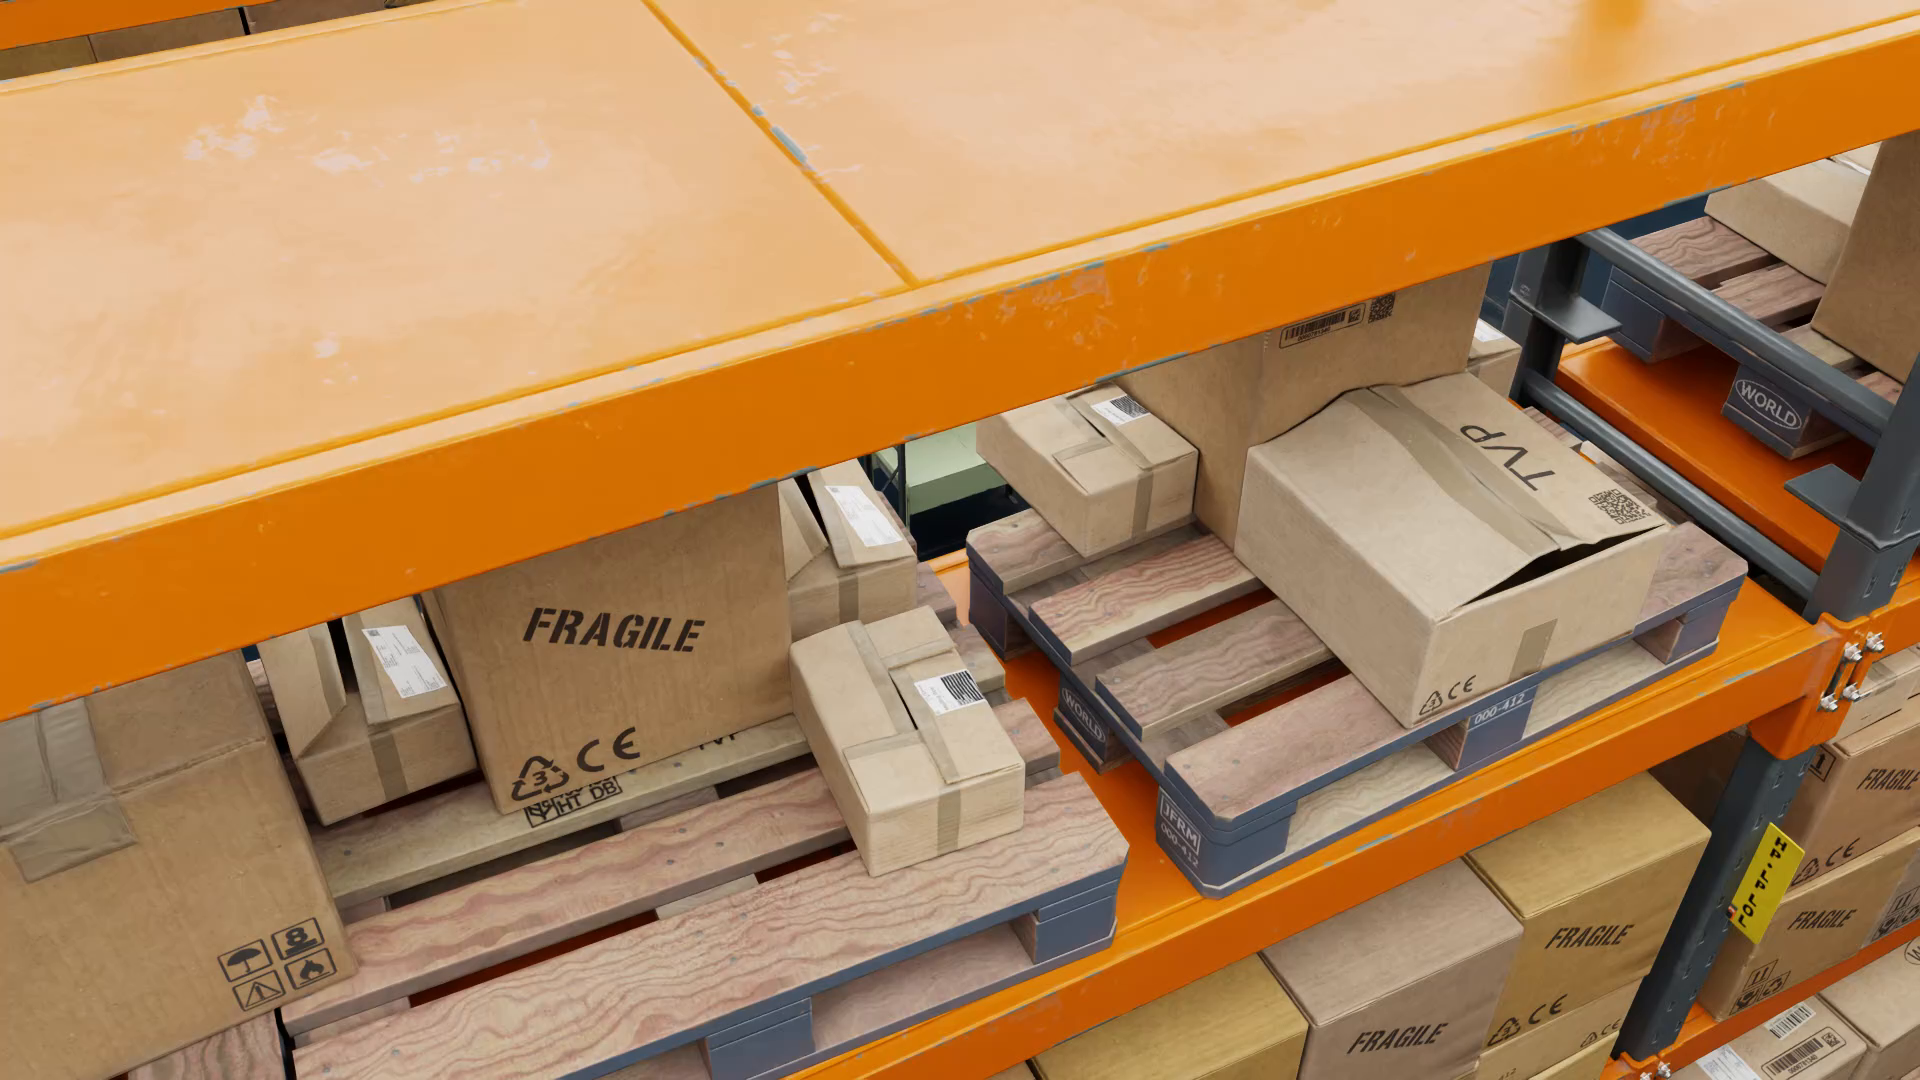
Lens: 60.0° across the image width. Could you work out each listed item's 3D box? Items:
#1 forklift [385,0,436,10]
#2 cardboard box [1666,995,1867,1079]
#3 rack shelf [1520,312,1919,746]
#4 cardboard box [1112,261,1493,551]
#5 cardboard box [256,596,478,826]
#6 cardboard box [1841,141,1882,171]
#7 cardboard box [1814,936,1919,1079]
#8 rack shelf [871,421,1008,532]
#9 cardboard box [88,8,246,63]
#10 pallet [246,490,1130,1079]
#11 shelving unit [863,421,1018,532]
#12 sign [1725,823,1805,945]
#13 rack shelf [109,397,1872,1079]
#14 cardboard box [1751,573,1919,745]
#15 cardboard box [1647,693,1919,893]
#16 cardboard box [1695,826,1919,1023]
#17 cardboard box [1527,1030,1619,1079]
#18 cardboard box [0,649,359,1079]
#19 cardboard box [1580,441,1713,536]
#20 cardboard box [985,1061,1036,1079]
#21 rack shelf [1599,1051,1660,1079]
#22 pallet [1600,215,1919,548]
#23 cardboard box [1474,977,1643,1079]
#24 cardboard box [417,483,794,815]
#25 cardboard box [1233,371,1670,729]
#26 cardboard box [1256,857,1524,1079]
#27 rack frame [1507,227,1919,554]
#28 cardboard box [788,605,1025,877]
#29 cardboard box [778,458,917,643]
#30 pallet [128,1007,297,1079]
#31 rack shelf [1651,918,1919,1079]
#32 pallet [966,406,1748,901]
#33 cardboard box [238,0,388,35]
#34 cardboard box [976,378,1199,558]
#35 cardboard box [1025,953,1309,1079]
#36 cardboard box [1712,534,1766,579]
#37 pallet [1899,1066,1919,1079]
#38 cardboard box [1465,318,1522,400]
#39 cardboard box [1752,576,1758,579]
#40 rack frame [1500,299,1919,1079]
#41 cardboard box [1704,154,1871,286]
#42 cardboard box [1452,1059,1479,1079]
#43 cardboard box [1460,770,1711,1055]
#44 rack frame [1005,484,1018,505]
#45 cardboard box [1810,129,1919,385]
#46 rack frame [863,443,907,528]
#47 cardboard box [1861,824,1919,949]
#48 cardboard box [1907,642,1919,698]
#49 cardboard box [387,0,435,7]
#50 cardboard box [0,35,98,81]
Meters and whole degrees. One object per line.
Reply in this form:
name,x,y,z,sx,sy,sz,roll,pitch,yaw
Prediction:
forklift,-2.578,-3.137,9.176,3.031,2.935,1.130,27,47,28
cardboard box,2.125,1.557,5.236,0.875,0.438,0.875,-19,44,-21
rack shelf,3.292,-0.602,4.363,4.000,0.370,1.077,-19,44,-21
cardboard box,0.602,-0.381,3.143,0.500,0.500,0.500,-19,44,-21
cardboard box,-0.970,0.194,2.646,0.258,0.266,0.396,-20,44,-22
cardboard box,2.171,-0.835,3.874,0.250,0.149,0.380,-18,43,-20
cardboard box,2.918,1.290,5.552,0.875,0.438,0.875,-20,44,-22
rack shelf,-0.006,-0.322,7.463,0.720,0.370,0.431,-19,44,-21
cardboard box,-5.191,-3.424,10.782,0.875,0.875,1.225,-18,44,-21
pallet,-0.493,0.428,2.736,1.213,0.211,1.003,-17,43,-19
shelving unit,-0.006,-0.570,7.252,0.755,1.500,0.431,-19,44,-21
sign,1.777,0.762,3.682,0.005,0.325,0.100,-19,44,-21
rack shelf,-0.256,0.592,2.953,4.000,0.370,1.077,-19,44,-21
cardboard box,1.918,0.253,3.766,0.250,0.149,0.380,-19,44,-21
cardboard box,2.052,0.442,4.043,0.500,0.500,0.500,-18,44,-20
cardboard box,2.055,0.837,4.351,0.500,0.500,0.500,-17,43,-19
cardboard box,1.237,1.201,4.115,0.500,0.250,0.500,-20,44,-22
cardboard box,-1.239,0.312,2.325,0.500,0.500,0.700,-21,44,-23
cardboard box,1.644,-0.076,4.154,0.250,0.149,0.380,-19,44,-21
cardboard box,-0.129,1.185,3.167,0.500,0.500,0.500,-18,43,-20
rack shelf,-0.256,1.737,3.922,4.000,0.370,1.077,-19,44,-21
pallet,2.249,-0.484,3.736,1.213,0.211,1.003,-19,44,-21
cardboard box,1.239,1.003,3.962,0.500,0.250,0.500,-19,44,-21
cardboard box,-0.600,0.024,2.665,0.500,0.500,0.500,-18,44,-20
cardboard box,0.833,-0.022,2.866,0.500,0.311,0.500,-19,44,-21
cardboard box,0.782,0.881,3.525,0.500,0.500,0.500,-18,43,-20
rack frame,1.518,-1.424,2.457,0.127,3.000,1.000,-19,44,-21
cardboard box,-0.090,0.300,2.597,0.250,0.166,0.380,-15,43,-17
cardboard box,-0.264,-0.044,2.926,0.258,0.266,0.396,-15,43,-17
pallet,-1.483,0.764,2.339,1.003,0.211,1.213,-17,43,-19
rack shelf,3.292,0.543,5.332,4.000,0.370,1.077,-19,44,-21
pallet,0.728,0.095,3.131,1.217,0.209,0.805,-20,44,-22
cardboard box,-4.410,-3.693,11.099,0.875,0.875,1.225,-20,44,-22
cardboard box,0.234,-0.174,3.156,0.250,0.166,0.380,-22,45,-23
cardboard box,0.324,1.022,3.359,0.500,0.500,0.500,-17,43,-19
cardboard box,1.928,-0.093,4.173,0.250,0.149,0.380,-18,43,-20
pallet,3.312,1.381,5.944,1.213,0.211,1.003,-19,44,-21
cardboard box,0.913,-0.440,3.394,0.258,0.266,0.396,-19,44,-21
cardboard box,1.809,0.147,4.393,0.500,0.500,0.500,-19,44,-21
rack frame,1.518,0.865,4.395,0.127,3.000,1.000,-19,44,-21
cardboard box,1.937,-0.801,3.743,0.258,0.266,0.396,-17,43,-19
cardboard box,0.800,1.156,3.781,0.500,0.250,0.500,-18,43,-20
cardboard box,1.238,0.723,3.712,0.500,0.500,0.500,-17,43,-19
rack frame,0.319,-0.680,7.381,0.023,1.500,0.400,-19,44,-21
cardboard box,2.137,-0.571,3.291,0.500,0.500,0.500,-18,43,-20
rack frame,-0.331,-0.461,7.123,0.023,1.500,0.400,-19,44,-21
cardboard box,2.503,0.689,4.525,0.500,0.500,0.500,-18,44,-20
cardboard box,2.138,0.167,3.867,0.250,0.149,0.380,-18,43,-20
cardboard box,-3.618,-3.960,11.415,0.875,0.875,1.225,-18,44,-21
cardboard box,-5.986,-3.163,10.473,0.875,0.875,1.225,-21,44,-23
